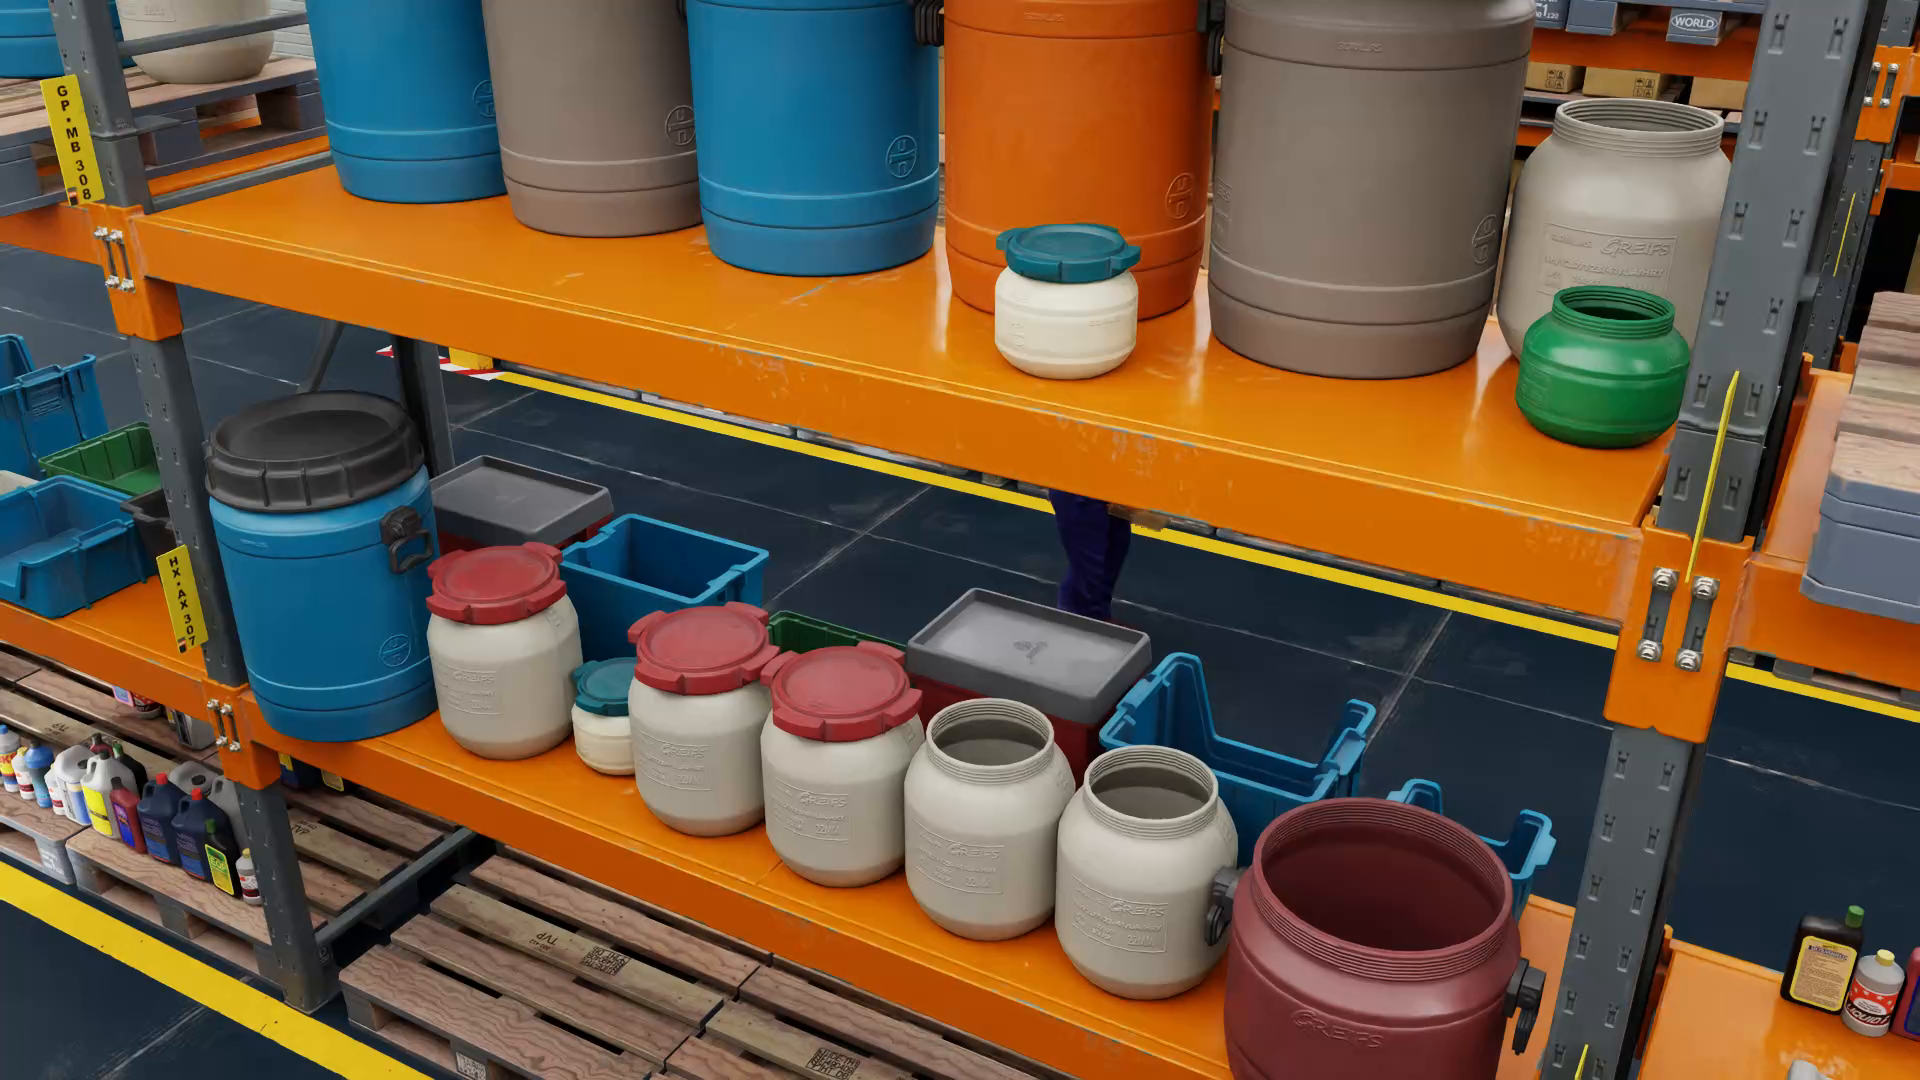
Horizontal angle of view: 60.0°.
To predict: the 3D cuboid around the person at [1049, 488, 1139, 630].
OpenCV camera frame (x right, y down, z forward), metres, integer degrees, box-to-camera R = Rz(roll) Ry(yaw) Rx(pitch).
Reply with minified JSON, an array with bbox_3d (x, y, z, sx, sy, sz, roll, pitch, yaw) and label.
[{"bbox_3d":[0.666,-0.237,7.592,0.463,1.655,0.494,14,30,26],"label":"person"}]
